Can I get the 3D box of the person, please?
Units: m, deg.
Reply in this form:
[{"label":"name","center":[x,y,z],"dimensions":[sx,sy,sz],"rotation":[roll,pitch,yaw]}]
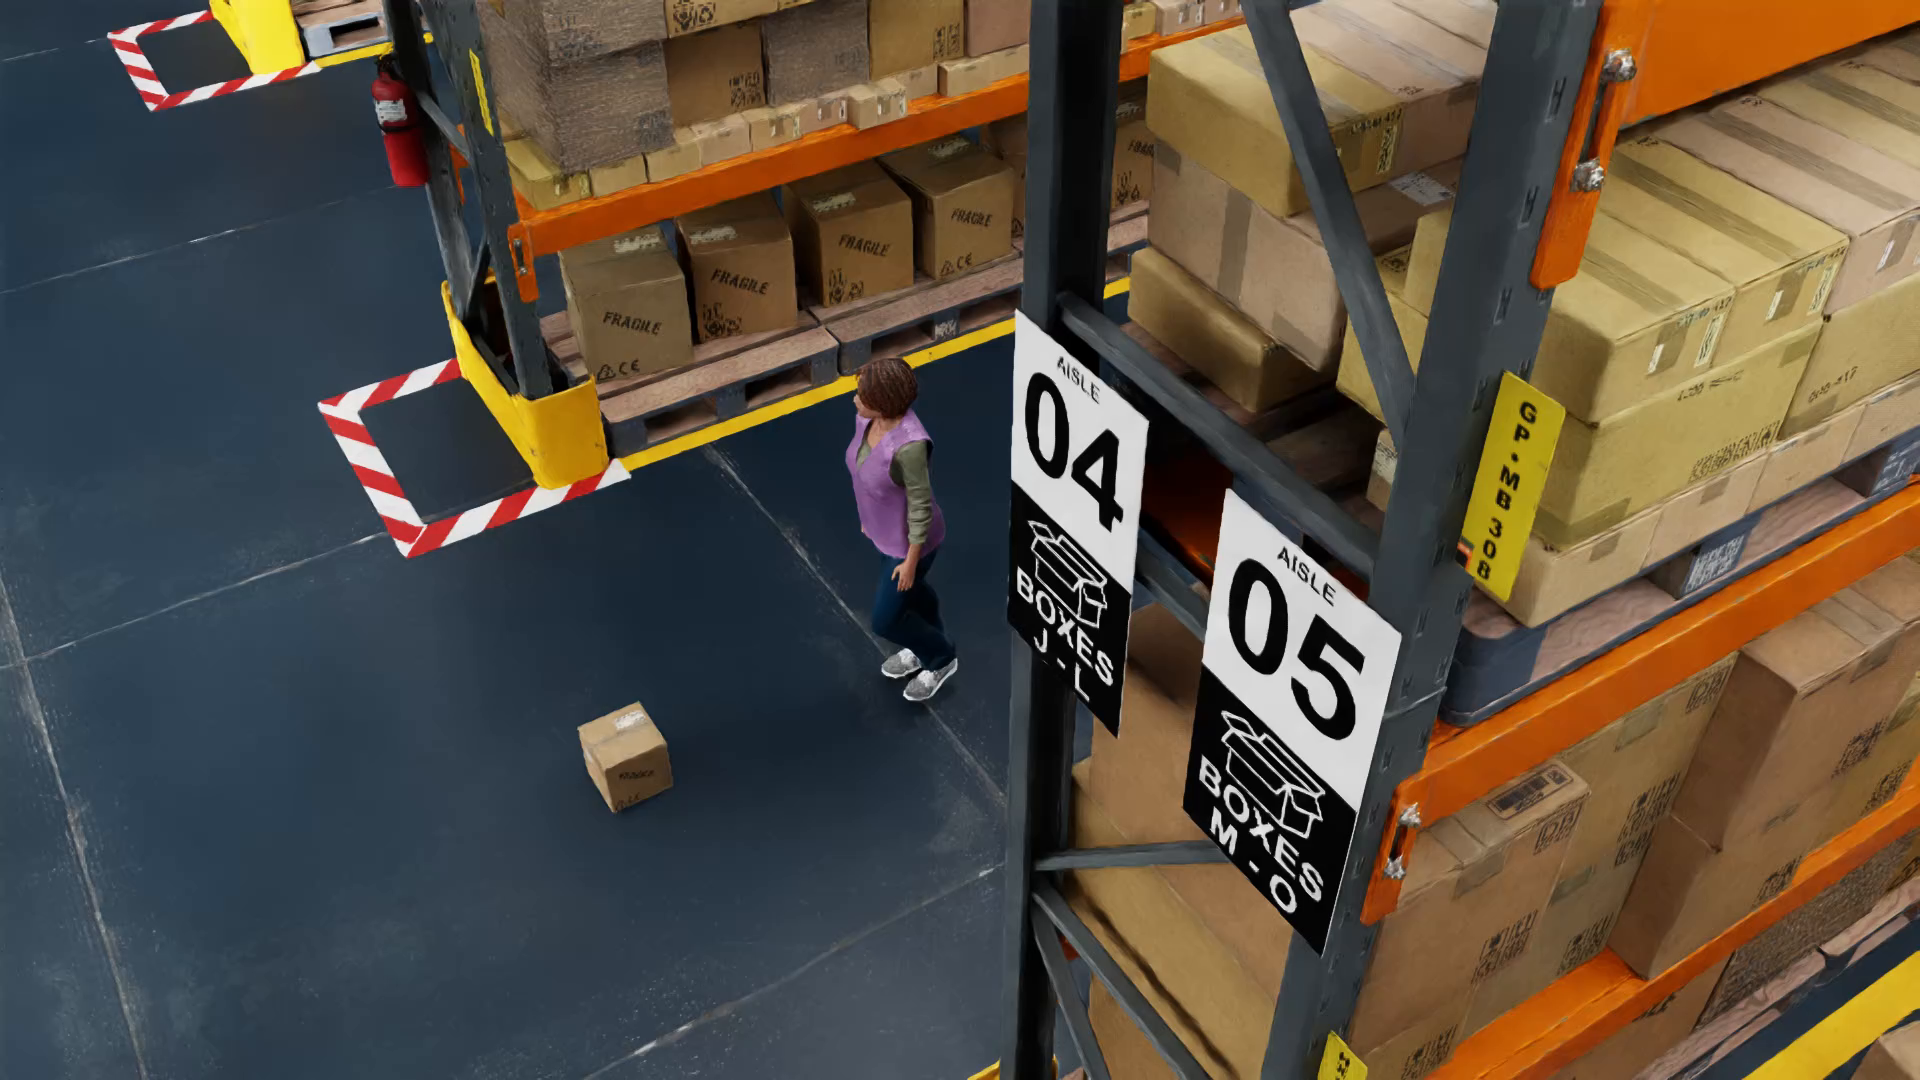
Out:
[{"label":"person","center":[-0.208,0.055,6.249],"dimensions":[0.370,1.370,0.351],"rotation":[-18,45,-20]}]
